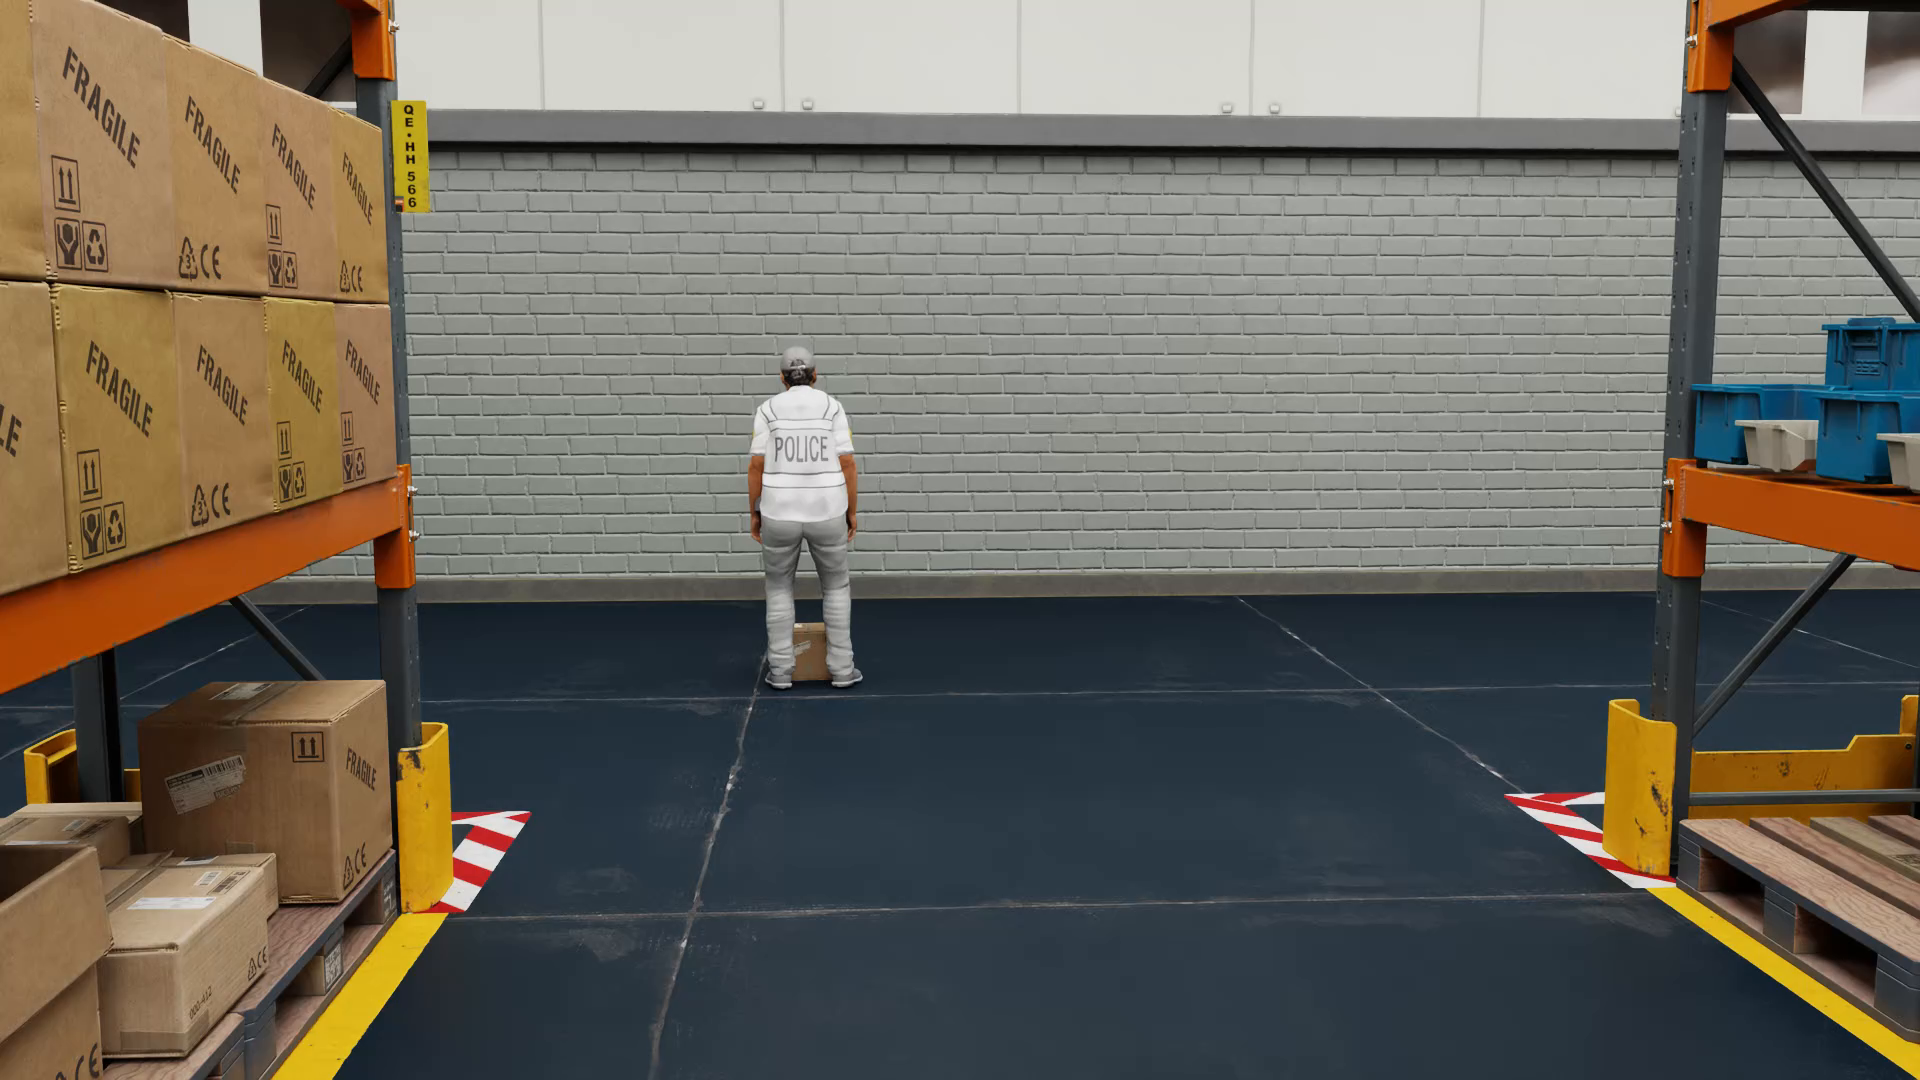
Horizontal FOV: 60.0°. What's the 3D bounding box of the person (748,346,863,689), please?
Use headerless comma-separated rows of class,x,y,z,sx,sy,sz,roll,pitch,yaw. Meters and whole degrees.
person,-0.755,-0.111,8.132,0.548,1.666,0.473,-1,7,-5
